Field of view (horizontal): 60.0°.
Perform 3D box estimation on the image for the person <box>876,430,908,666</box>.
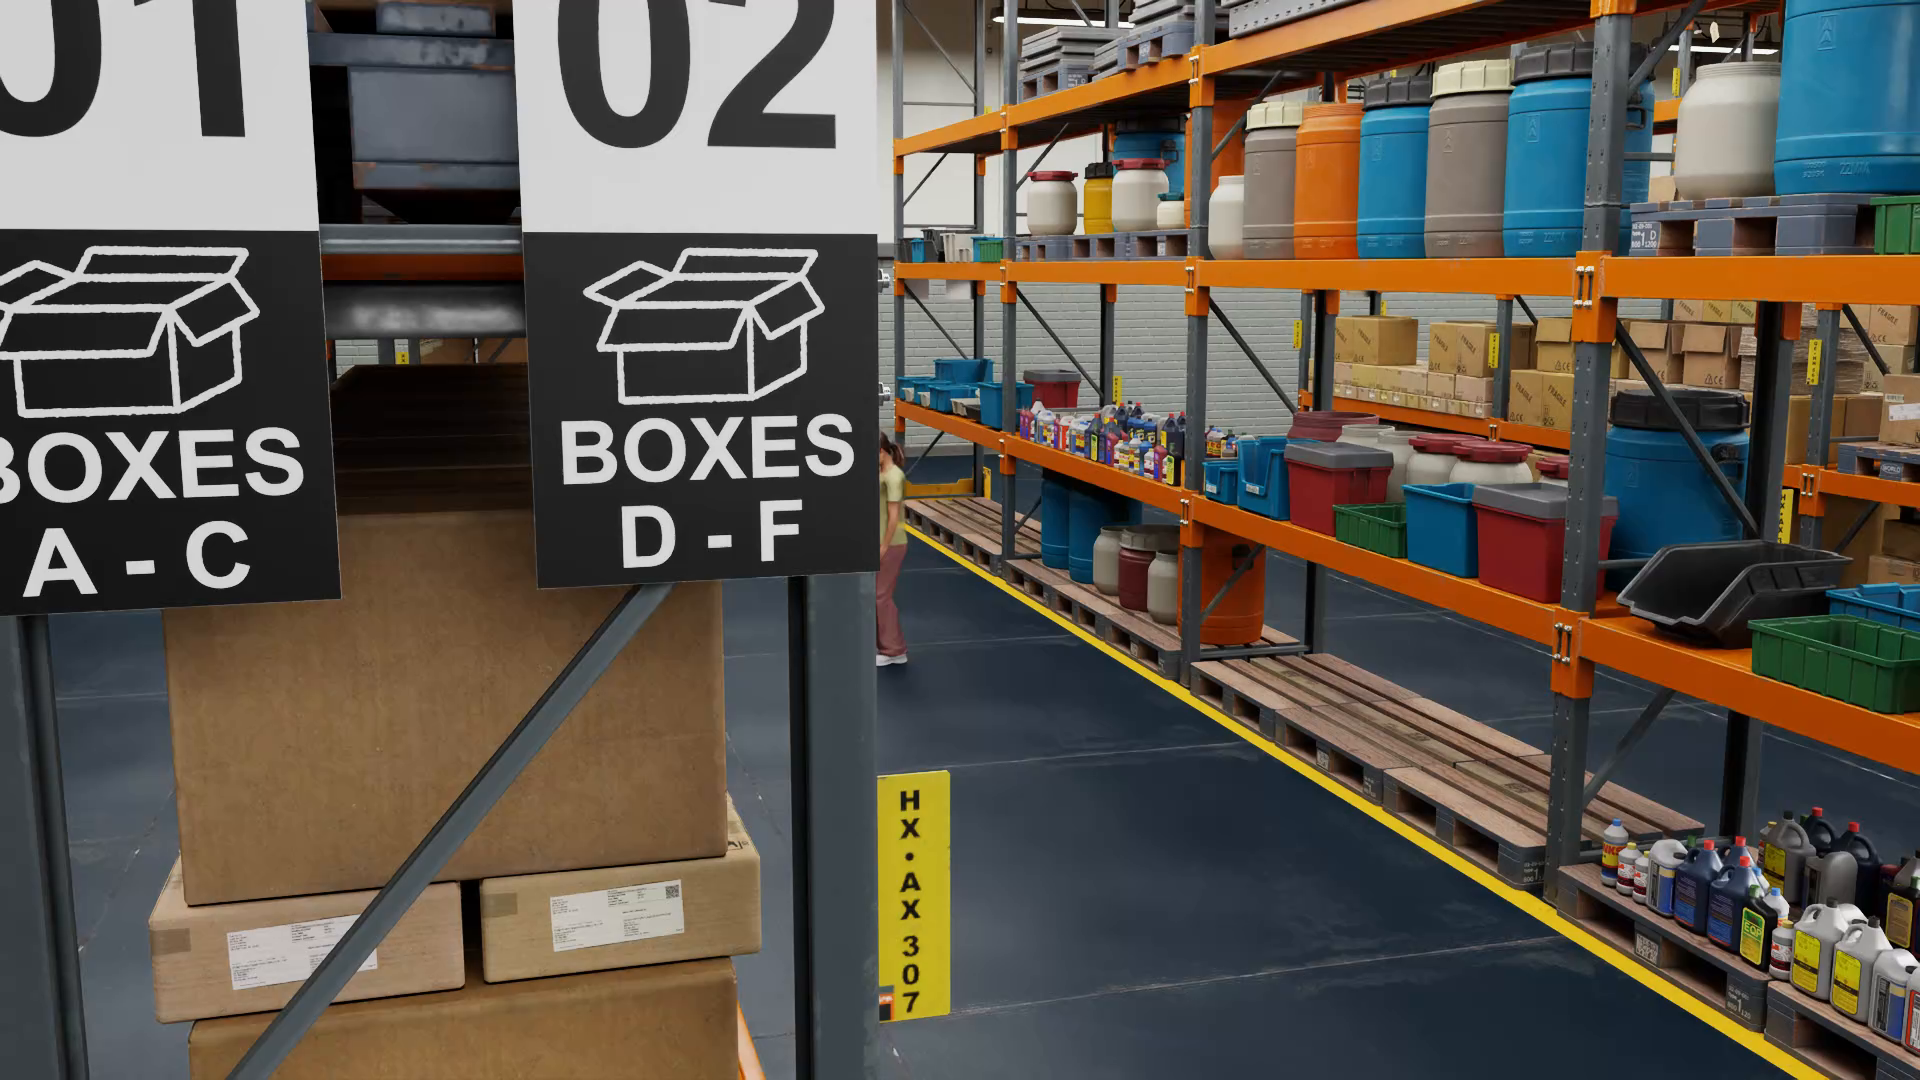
[{"bbox_3d":[-0.525,0.049,11.663,0.343,1.657,0.458,-2,10,-15],"label":"person"}]
